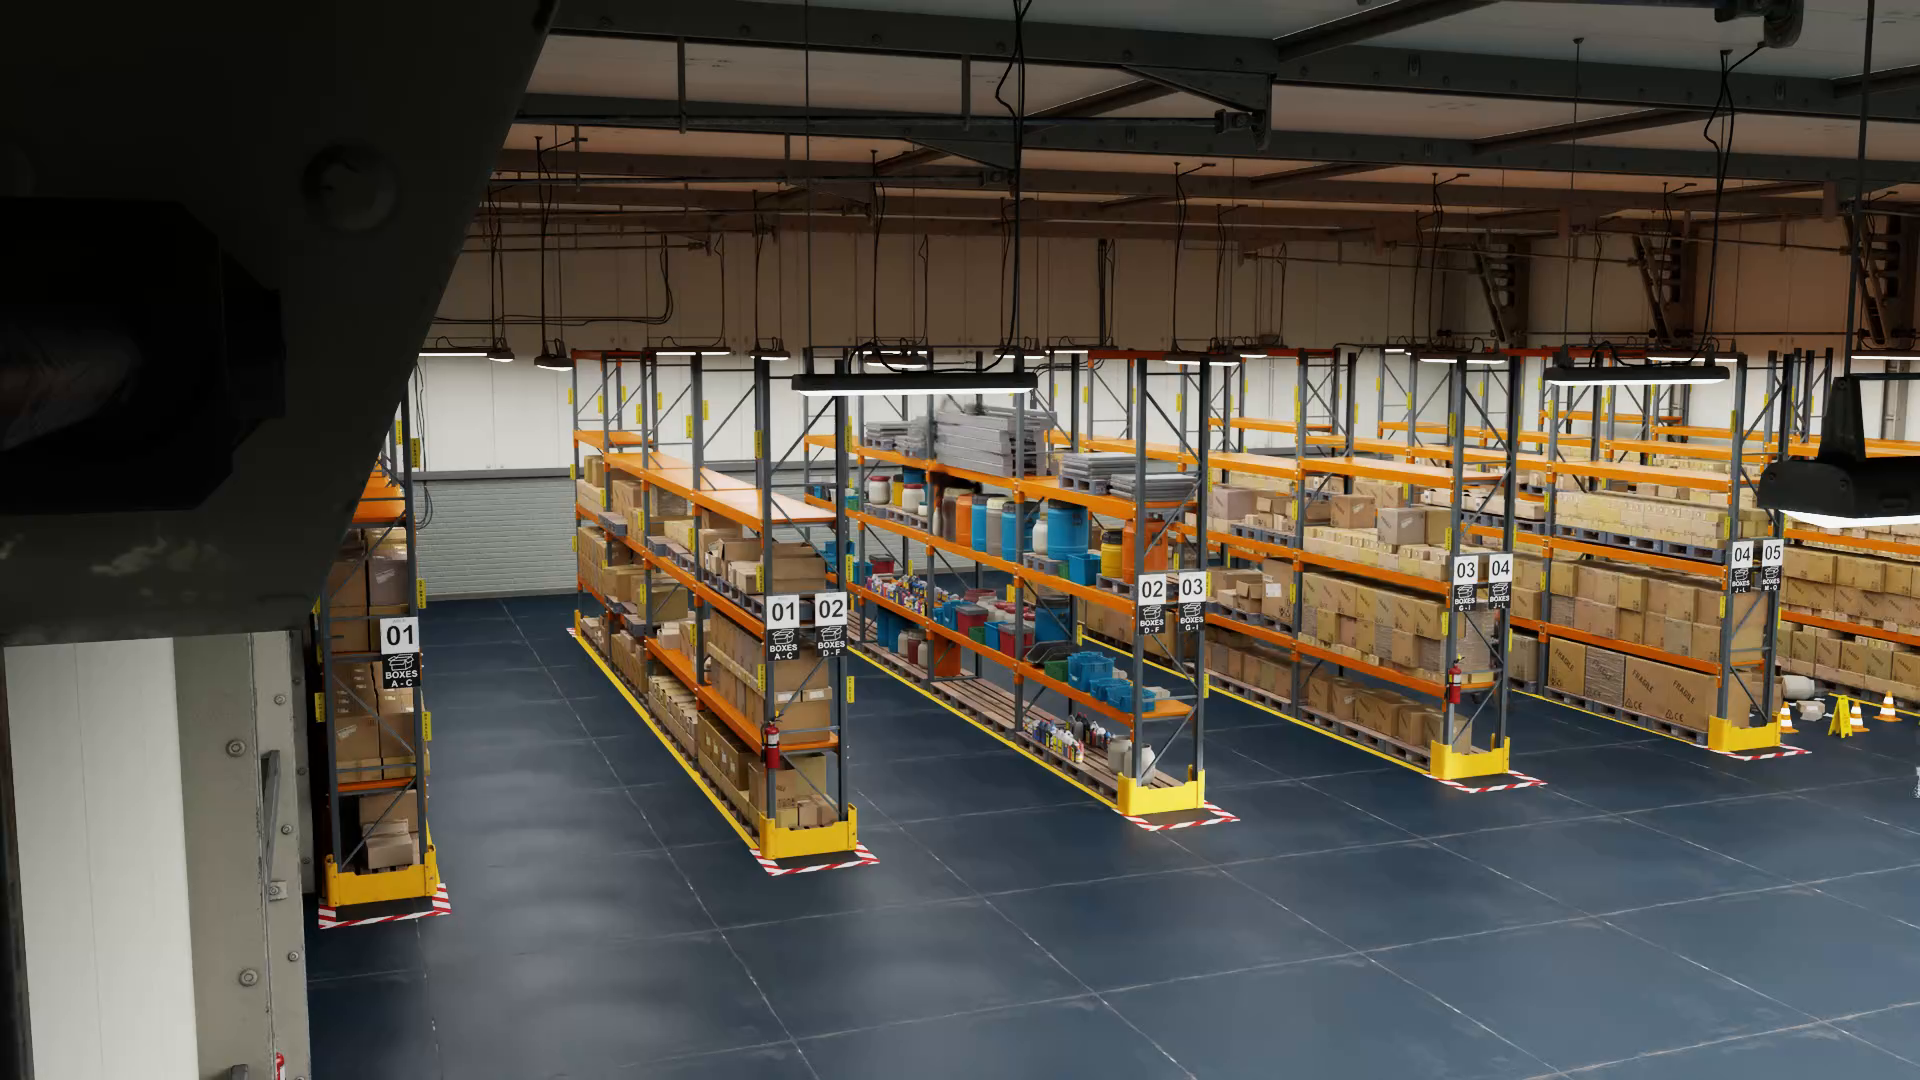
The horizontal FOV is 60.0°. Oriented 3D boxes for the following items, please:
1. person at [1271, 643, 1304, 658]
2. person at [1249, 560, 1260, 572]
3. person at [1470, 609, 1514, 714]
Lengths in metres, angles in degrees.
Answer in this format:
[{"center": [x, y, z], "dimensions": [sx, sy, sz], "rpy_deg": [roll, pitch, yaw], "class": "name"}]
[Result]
[{"center": [6.458, 1.426, 32.666], "dimensions": [0.652, 1.812, 0.832], "rpy_deg": [-4, 8, -26], "class": "person"}, {"center": [7.333, 0.375, 41.351], "dimensions": [0.633, 1.629, 0.895], "rpy_deg": [-6, 9, -38], "class": "person"}, {"center": [8.976, 1.990, 28.012], "dimensions": [0.658, 1.777, 0.828], "rpy_deg": [-4, 8, -27], "class": "person"}]
